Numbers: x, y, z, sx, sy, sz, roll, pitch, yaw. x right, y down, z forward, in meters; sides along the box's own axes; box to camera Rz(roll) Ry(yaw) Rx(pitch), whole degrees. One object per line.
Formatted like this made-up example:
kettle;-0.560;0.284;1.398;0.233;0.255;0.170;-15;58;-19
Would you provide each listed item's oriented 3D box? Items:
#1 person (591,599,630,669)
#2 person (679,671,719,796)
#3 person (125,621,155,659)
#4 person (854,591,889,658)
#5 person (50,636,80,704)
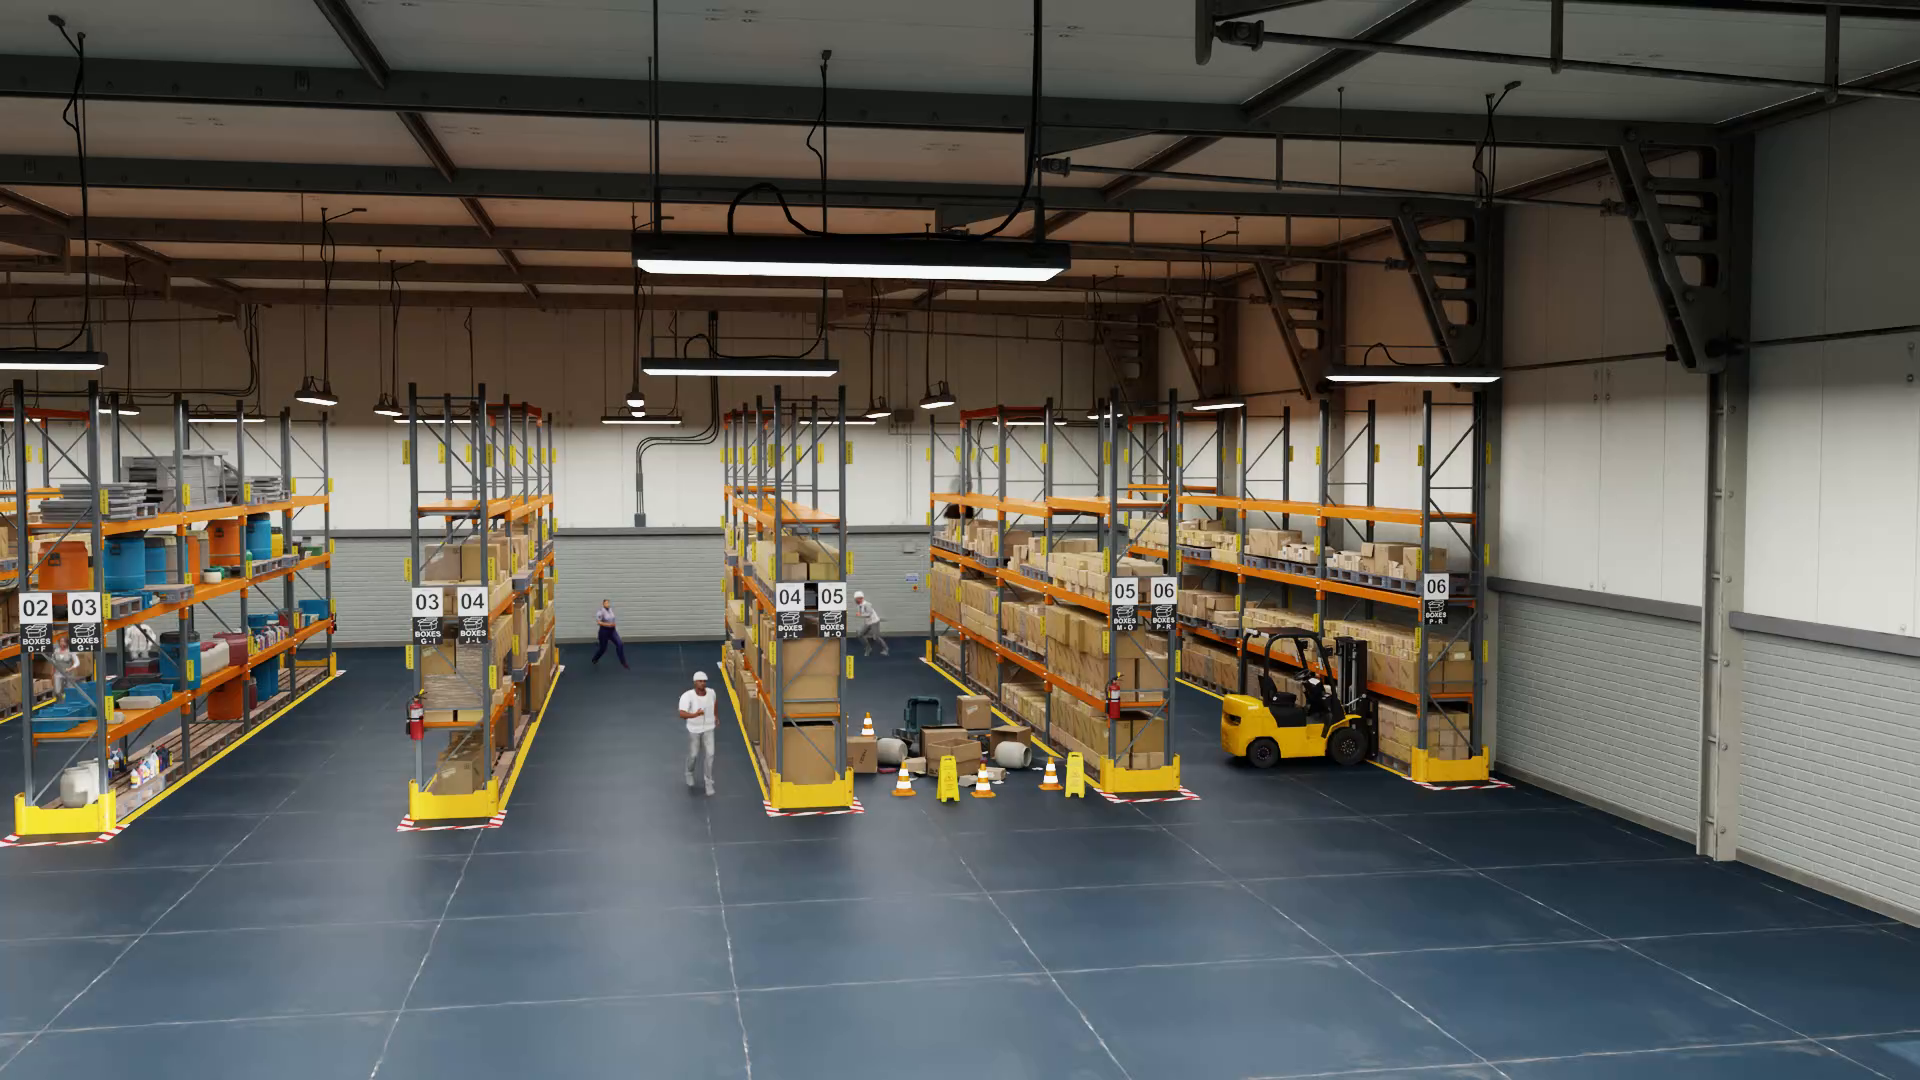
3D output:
person;-8.282;2.204;39.089;0.912;1.655;0.620;2;4;35
person;-3.875;2.845;24.737;0.681;1.804;0.897;-1;3;-25
person;-17.447;2.370;35.367;0.597;1.679;0.597;-1;3;-23
person;-2.234;2.102;41.356;0.981;1.685;0.694;-2;3;-29
person;-16.919;2.637;31.426;0.542;1.616;0.732;-1;3;-16
